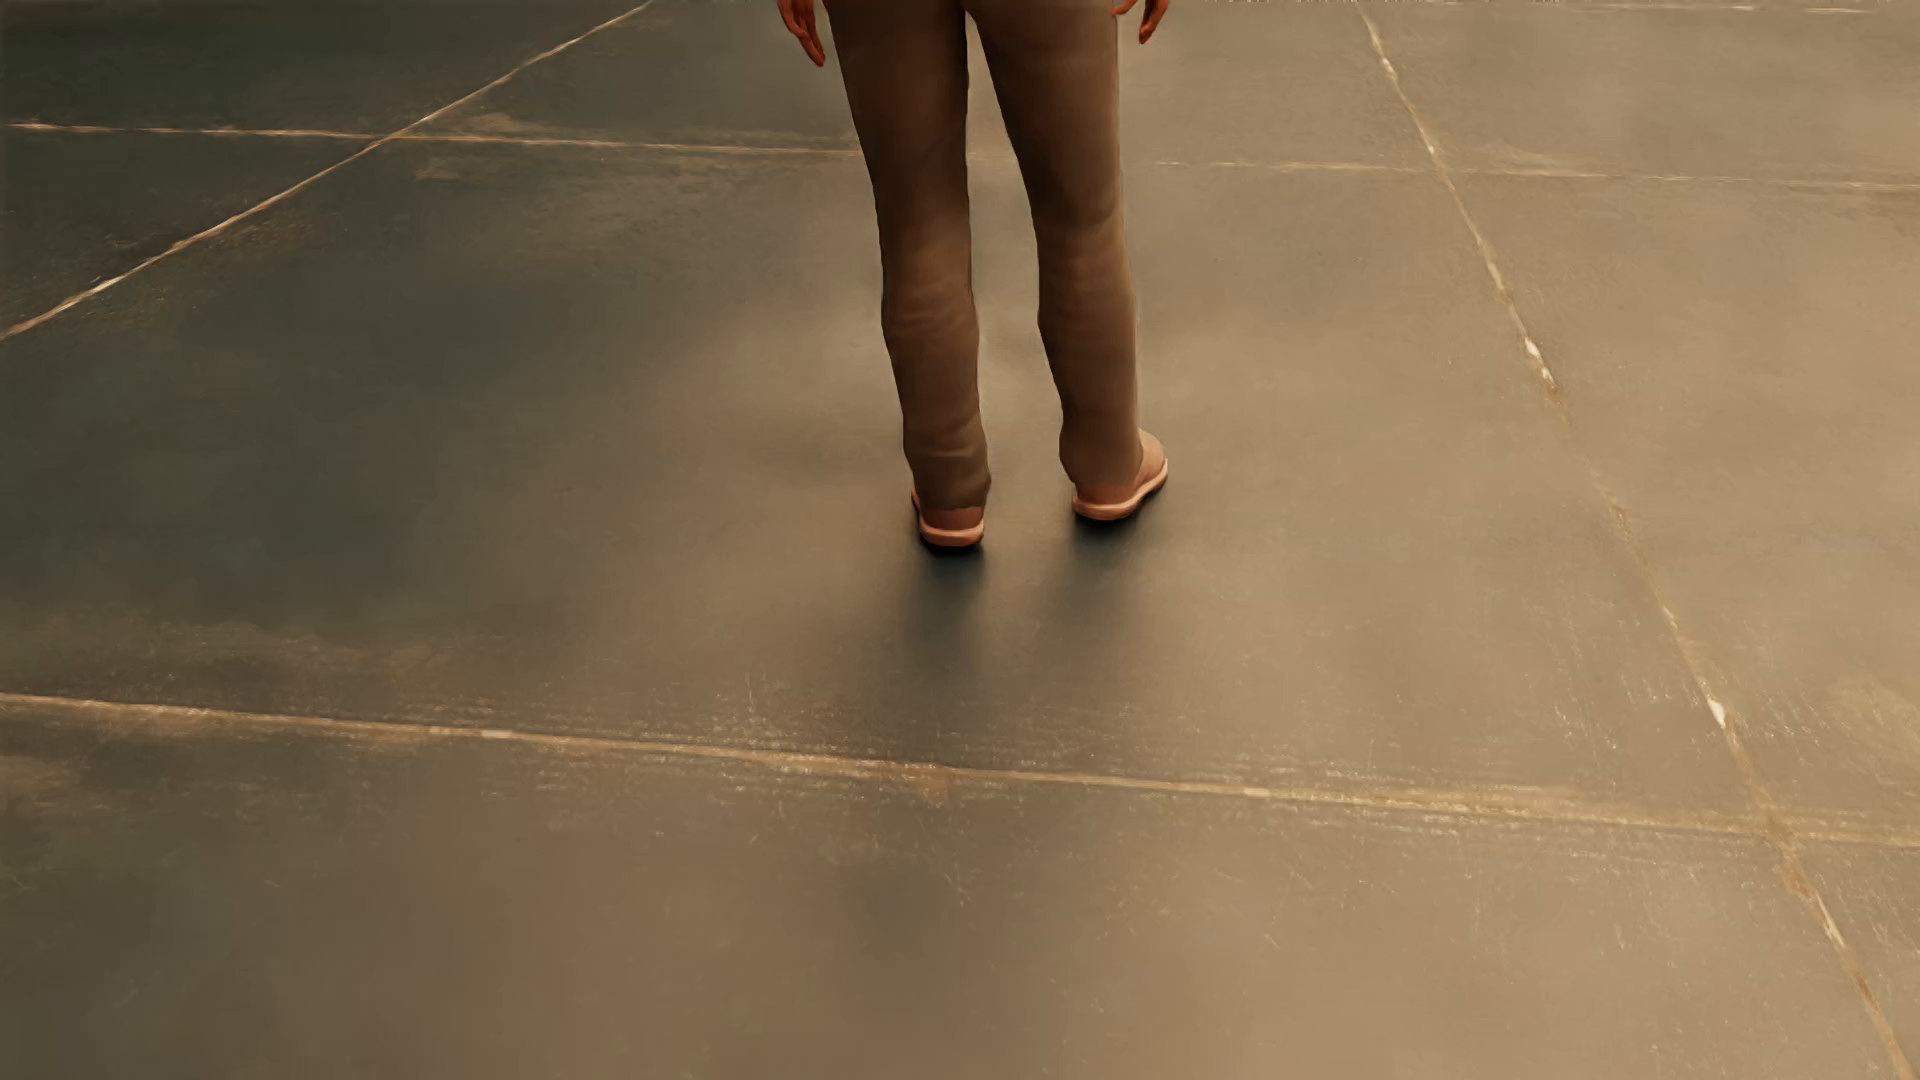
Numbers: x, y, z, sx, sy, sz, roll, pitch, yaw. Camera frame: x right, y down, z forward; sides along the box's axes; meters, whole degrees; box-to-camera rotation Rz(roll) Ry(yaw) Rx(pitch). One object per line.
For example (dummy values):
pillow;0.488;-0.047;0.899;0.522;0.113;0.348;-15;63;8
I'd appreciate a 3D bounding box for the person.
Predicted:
person;0.031;-0.784;2.203;0.570;1.654;0.503;3;27;7
